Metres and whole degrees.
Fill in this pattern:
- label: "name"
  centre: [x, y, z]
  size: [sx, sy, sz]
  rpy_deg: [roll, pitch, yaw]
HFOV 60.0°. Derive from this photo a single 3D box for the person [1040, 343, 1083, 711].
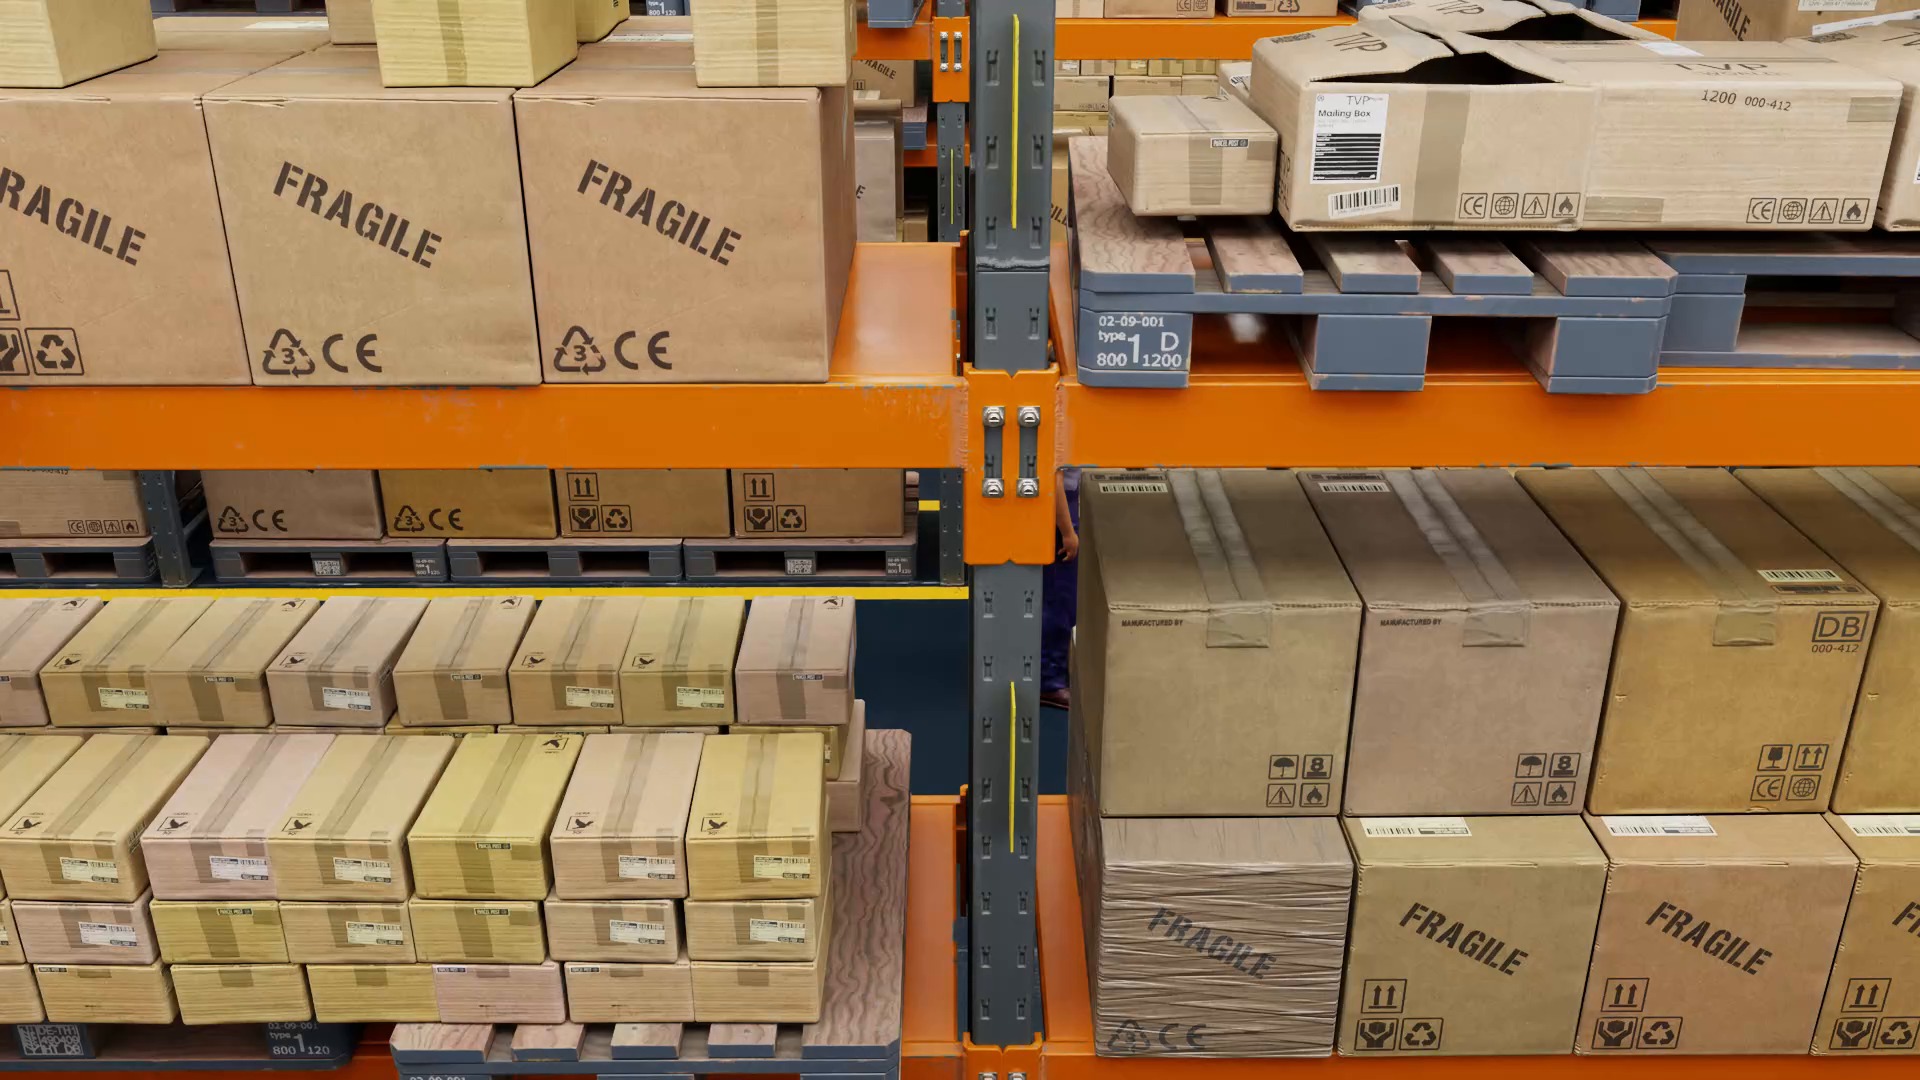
- label: "person"
  centre: [0.407, -0.097, 7.327]
  size: [0.370, 1.651, 0.565]
  rpy_deg: [-3, 24, -6]
